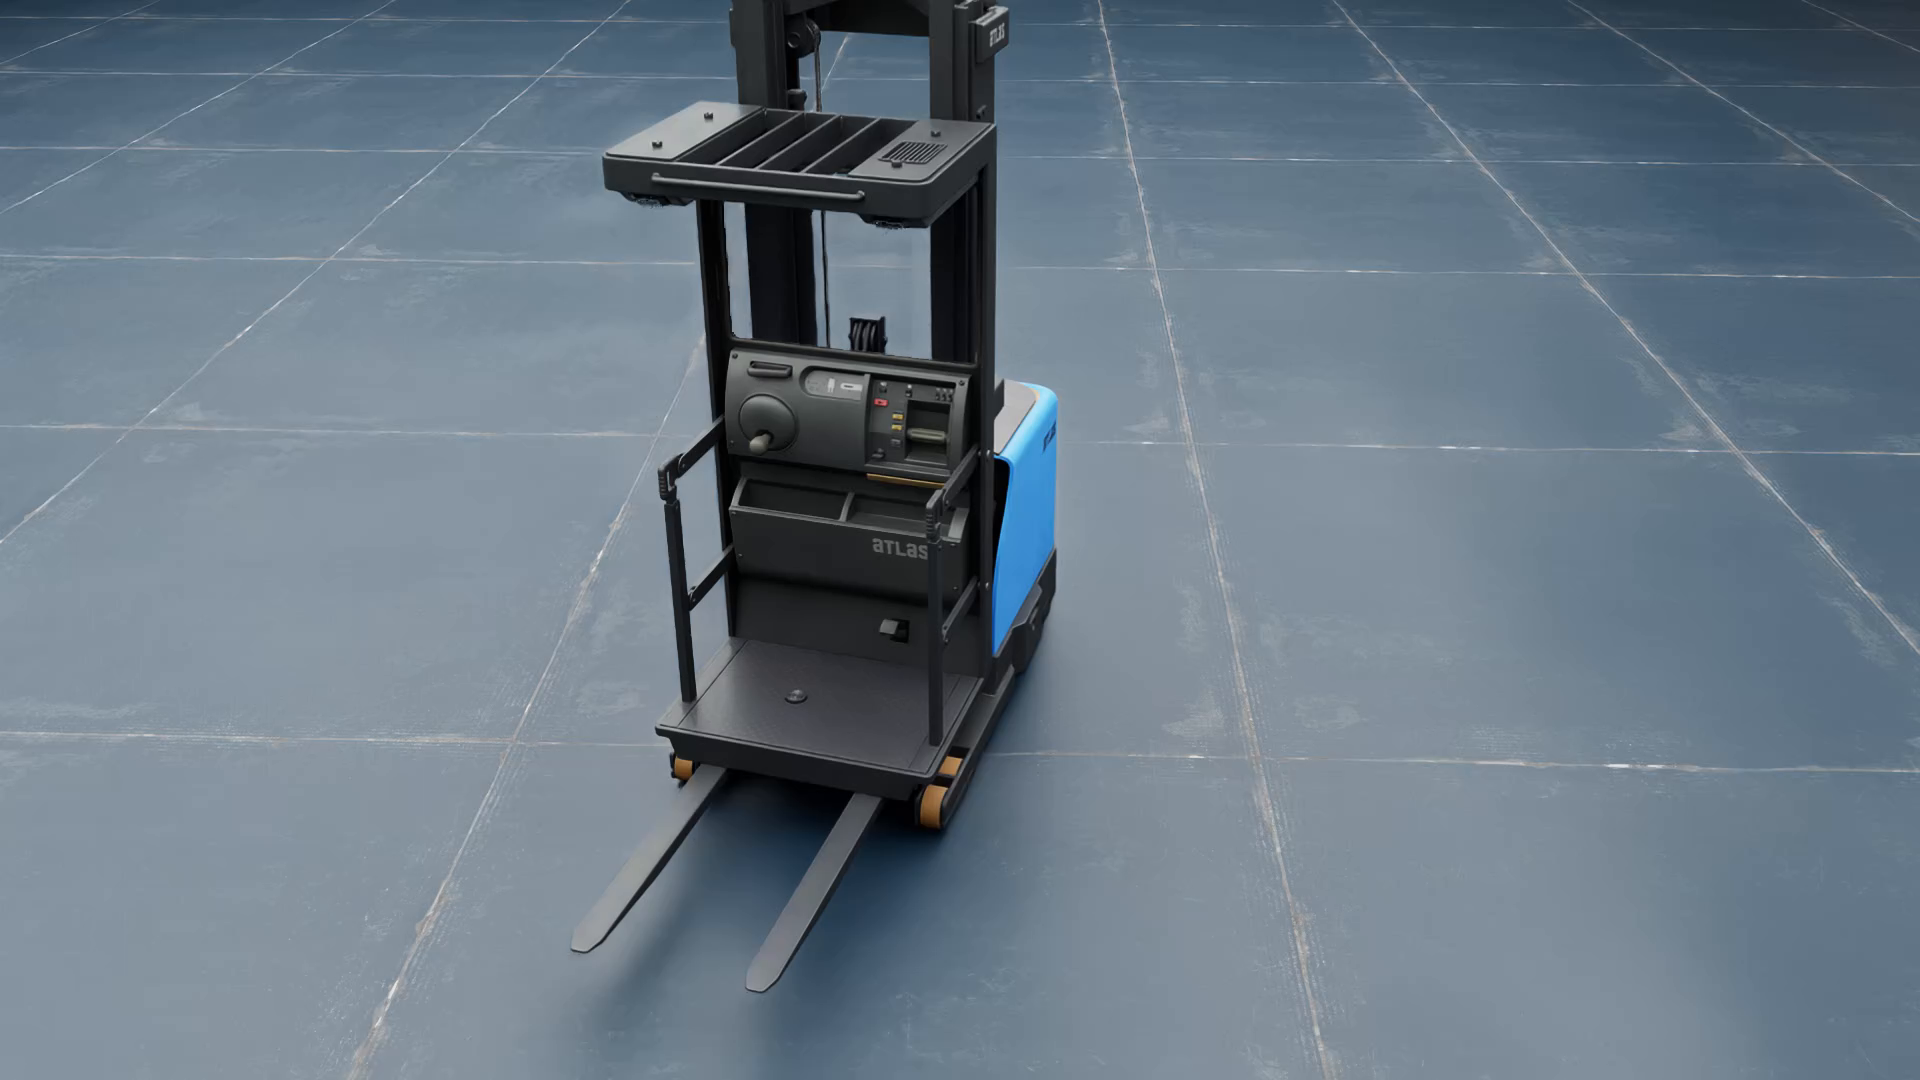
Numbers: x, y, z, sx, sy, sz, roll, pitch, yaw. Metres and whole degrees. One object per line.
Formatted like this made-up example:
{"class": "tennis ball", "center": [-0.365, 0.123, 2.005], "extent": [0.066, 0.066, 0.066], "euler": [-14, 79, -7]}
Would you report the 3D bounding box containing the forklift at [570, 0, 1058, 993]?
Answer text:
{"class": "forklift", "center": [-0.483, -0.423, 5.919], "extent": [1.130, 2.935, 3.031], "euler": [8, 29, 15]}
